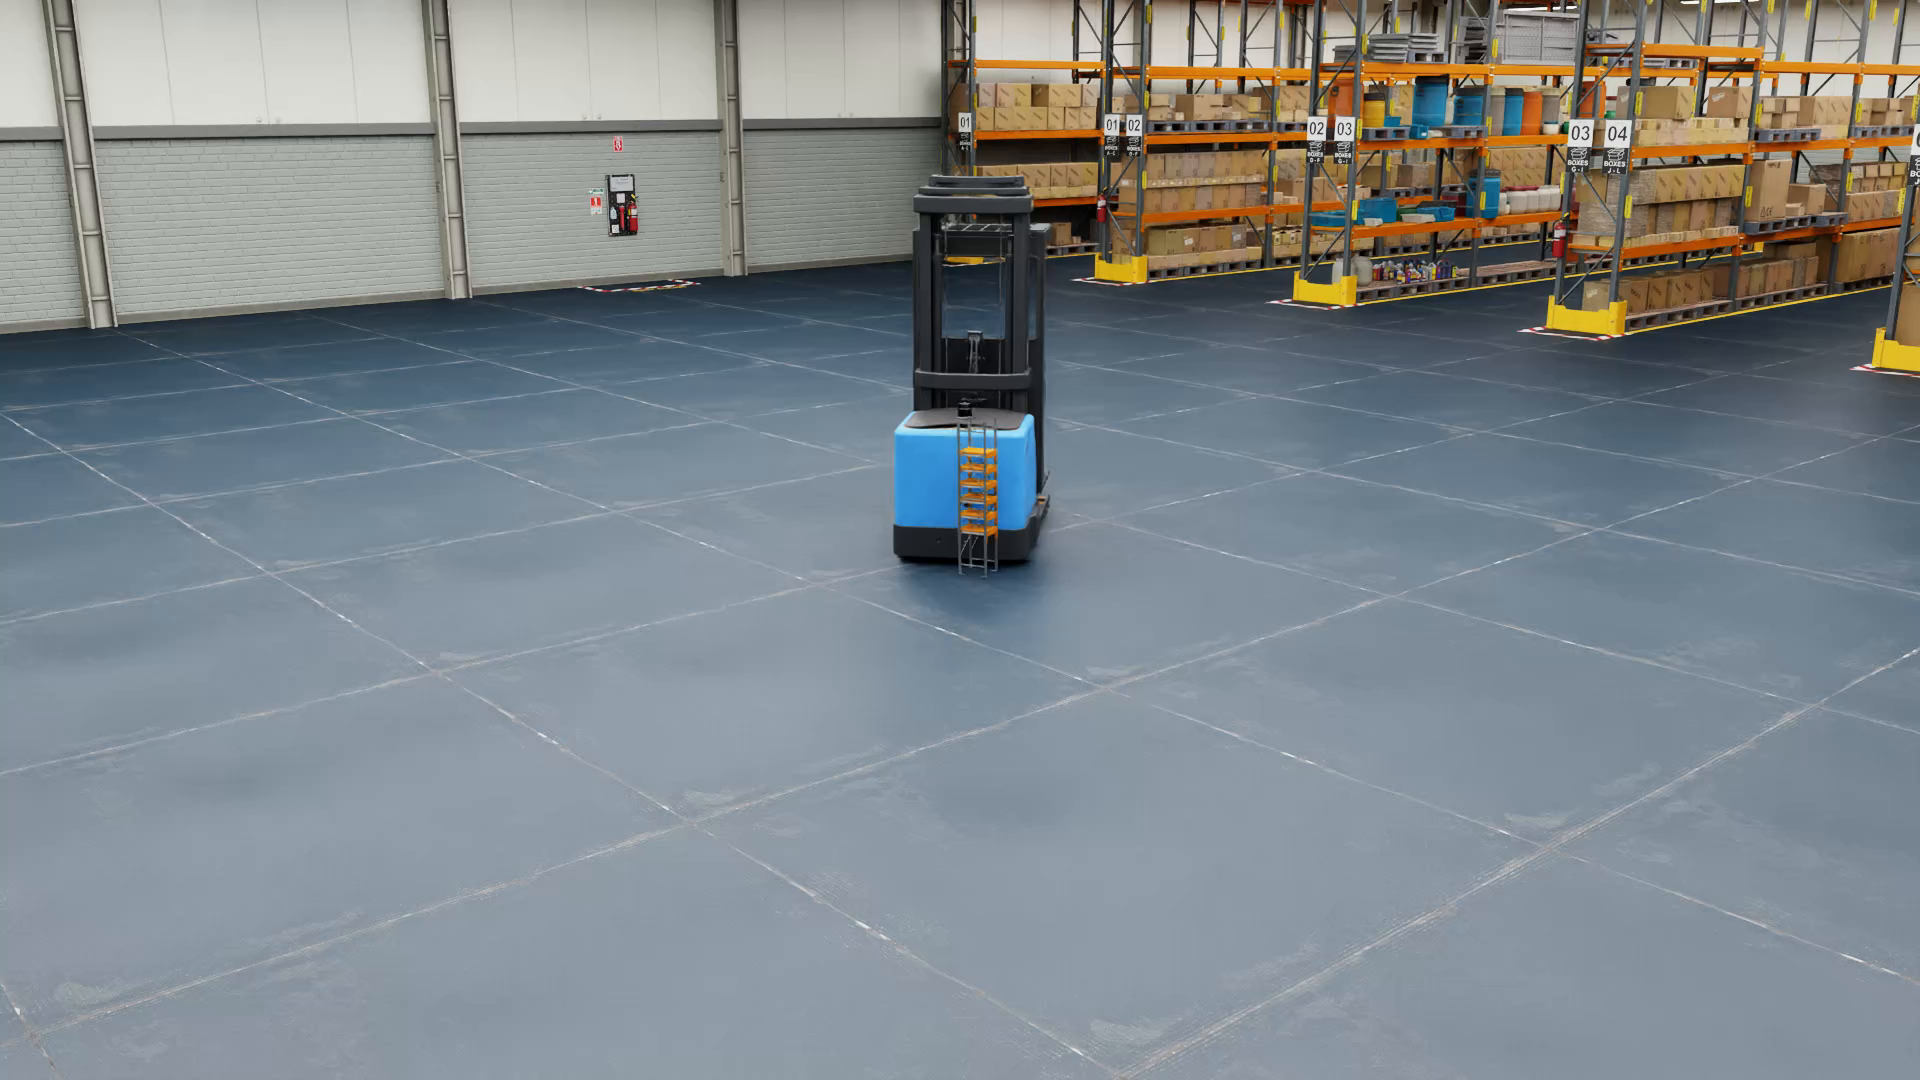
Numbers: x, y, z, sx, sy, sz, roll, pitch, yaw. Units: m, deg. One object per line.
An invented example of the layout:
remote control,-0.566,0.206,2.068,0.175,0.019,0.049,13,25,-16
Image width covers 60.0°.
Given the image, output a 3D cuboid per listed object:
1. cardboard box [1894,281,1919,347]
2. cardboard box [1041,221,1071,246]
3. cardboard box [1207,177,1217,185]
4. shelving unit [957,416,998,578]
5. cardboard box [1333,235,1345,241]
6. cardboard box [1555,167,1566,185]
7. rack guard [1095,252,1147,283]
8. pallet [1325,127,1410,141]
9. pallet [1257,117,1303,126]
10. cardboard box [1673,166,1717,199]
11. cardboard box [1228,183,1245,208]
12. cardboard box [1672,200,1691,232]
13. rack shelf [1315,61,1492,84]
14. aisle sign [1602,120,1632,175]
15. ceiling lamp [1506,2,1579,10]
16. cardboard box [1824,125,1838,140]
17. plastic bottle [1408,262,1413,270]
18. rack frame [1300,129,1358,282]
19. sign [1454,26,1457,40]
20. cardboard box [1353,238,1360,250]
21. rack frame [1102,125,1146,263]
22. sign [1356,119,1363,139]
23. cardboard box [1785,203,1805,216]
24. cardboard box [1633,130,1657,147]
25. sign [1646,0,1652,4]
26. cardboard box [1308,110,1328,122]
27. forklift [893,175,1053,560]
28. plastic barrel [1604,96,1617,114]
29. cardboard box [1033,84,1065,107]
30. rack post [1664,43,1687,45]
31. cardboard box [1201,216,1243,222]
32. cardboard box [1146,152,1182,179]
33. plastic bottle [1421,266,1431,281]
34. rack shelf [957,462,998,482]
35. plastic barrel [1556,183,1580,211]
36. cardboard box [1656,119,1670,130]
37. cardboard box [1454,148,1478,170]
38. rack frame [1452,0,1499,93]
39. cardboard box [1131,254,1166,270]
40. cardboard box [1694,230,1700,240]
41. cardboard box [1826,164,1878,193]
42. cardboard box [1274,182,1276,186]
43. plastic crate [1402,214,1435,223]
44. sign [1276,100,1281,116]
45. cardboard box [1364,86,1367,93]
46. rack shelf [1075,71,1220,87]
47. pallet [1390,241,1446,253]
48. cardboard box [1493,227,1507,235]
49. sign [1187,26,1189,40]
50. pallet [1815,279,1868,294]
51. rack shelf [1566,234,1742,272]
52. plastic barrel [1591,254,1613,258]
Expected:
cardboard box,13.367,-3.037,22.610,0.875,0.875,0.875,-13,19,-39
cardboard box,2.225,-7.107,38.536,0.500,0.500,0.500,14,21,43
cardboard box,5.015,-7.336,33.950,0.250,0.149,0.380,-12,19,-38
shelving unit,0.133,-0.329,12.644,0.258,1.200,0.189,7,16,27
cardboard box,8.250,-6.834,36.951,0.500,0.311,0.500,-13,20,-40
cardboard box,15.130,-9.274,42.465,0.500,0.500,0.500,-12,19,-38
rack guard,3.201,-5.433,33.120,0.348,0.500,1.175,-13,19,-39
pallet,7.156,-7.159,29.291,1.213,0.211,1.003,-13,19,-39
pallet,8.358,-10.833,43.052,1.217,0.209,0.805,-14,20,-42
cardboard box,11.824,-5.769,26.827,0.500,0.500,0.500,-13,19,-39
cardboard box,5.512,-7.203,34.712,0.500,0.500,0.700,-13,20,-40
cardboard box,11.241,-5.262,26.867,0.500,0.500,0.875,-13,19,-39
rack shelf,7.977,-8.376,29.839,4.000,0.370,1.077,-13,19,-39
aisle sign,9.869,-5.902,24.997,0.004,0.787,0.394,-13,19,-39
ceiling lamp,15.717,-16.000,44.902,0.800,3.185,2.000,-13,19,-39
cardboard box,15.191,-7.232,29.492,0.500,0.250,0.500,-13,20,-40
plastic bottle,8.574,-5.148,31.643,0.097,0.271,0.097,0,15,0
rack frame,6.468,-5.680,29.200,0.127,3.000,1.000,-13,19,-39
sign,11.929,-12.174,39.926,0.005,0.325,0.100,-13,19,-39
cardboard box,8.631,-6.650,37.346,0.500,0.250,0.500,-13,20,-40
rack frame,3.219,-6.645,32.813,0.127,3.000,1.000,-13,19,-39
sign,6.826,-7.025,28.408,0.005,0.325,0.100,-13,19,-39
cardboard box,14.674,-5.873,29.373,0.258,0.266,0.396,-13,20,-41
cardboard box,10.252,-6.123,25.340,0.500,0.250,0.500,-12,19,-38
sign,10.075,-7.998,24.290,0.005,0.325,0.100,-13,19,-39
cardboard box,7.719,-9.214,36.096,0.500,0.250,0.500,14,20,42
forklift,0.191,-1.593,14.035,1.130,2.935,3.031,2,15,8
plastic barrel,13.741,-9.082,35.049,0.433,0.535,0.433,0,15,0
cardboard box,1.988,-9.953,37.217,0.500,0.500,0.500,-14,20,-41
rack post,14.864,-10.438,35.535,0.954,0.300,0.937,-13,20,-40
cardboard box,6.640,-8.227,42.089,0.750,0.750,0.750,-13,20,-40
cardboard box,4.013,-7.495,33.290,0.500,0.500,0.700,-13,20,-41
plastic bottle,8.675,-4.975,30.987,0.135,0.276,0.152,-12,19,-38
rack shelf,0.131,-0.519,12.596,0.258,0.103,0.180,7,16,27
plastic barrel,12.352,-6.963,33.741,0.708,0.536,0.600,-13,19,-39
cardboard box,10.700,-6.410,25.642,0.250,0.149,0.380,-12,19,-37
cardboard box,12.483,-9.345,40.791,0.500,0.500,0.500,-13,19,-39
rack frame,12.272,-11.576,39.649,0.127,3.000,1.000,-13,19,-39
cardboard box,3.770,-5.567,33.292,0.500,0.250,0.500,-13,19,-39
cardboard box,11.792,-4.976,27.053,0.250,0.149,0.380,-13,19,-39
cardboard box,16.810,-6.834,31.385,0.637,0.503,0.797,-12,19,-38
cardboard box,7.961,-9.210,42.867,0.250,0.149,0.380,-13,20,-41
plastic crate,8.427,-5.905,30.557,0.437,0.136,0.530,-13,19,-39
sign,6.602,-8.952,34.482,0.005,0.325,0.100,-13,19,-39
cardboard box,10.492,-11.871,44.395,0.500,0.500,0.500,-12,19,-39
rack shelf,4.491,-10.982,39.596,4.000,0.370,1.077,-13,19,-39
pallet,10.762,-6.977,39.462,1.213,0.211,1.003,-13,19,-39
cardboard box,13.376,-7.699,41.397,0.250,0.166,0.380,-13,19,-39
sign,5.633,-12.497,40.982,0.005,0.325,0.100,-13,19,-39
pallet,16.398,-4.842,31.469,1.213,0.211,1.003,-13,19,-39
rack shelf,11.228,-4.707,26.952,4.000,0.370,1.077,-13,19,-39
plastic barrel,13.713,-6.350,35.570,0.708,0.588,0.600,-13,19,-39
